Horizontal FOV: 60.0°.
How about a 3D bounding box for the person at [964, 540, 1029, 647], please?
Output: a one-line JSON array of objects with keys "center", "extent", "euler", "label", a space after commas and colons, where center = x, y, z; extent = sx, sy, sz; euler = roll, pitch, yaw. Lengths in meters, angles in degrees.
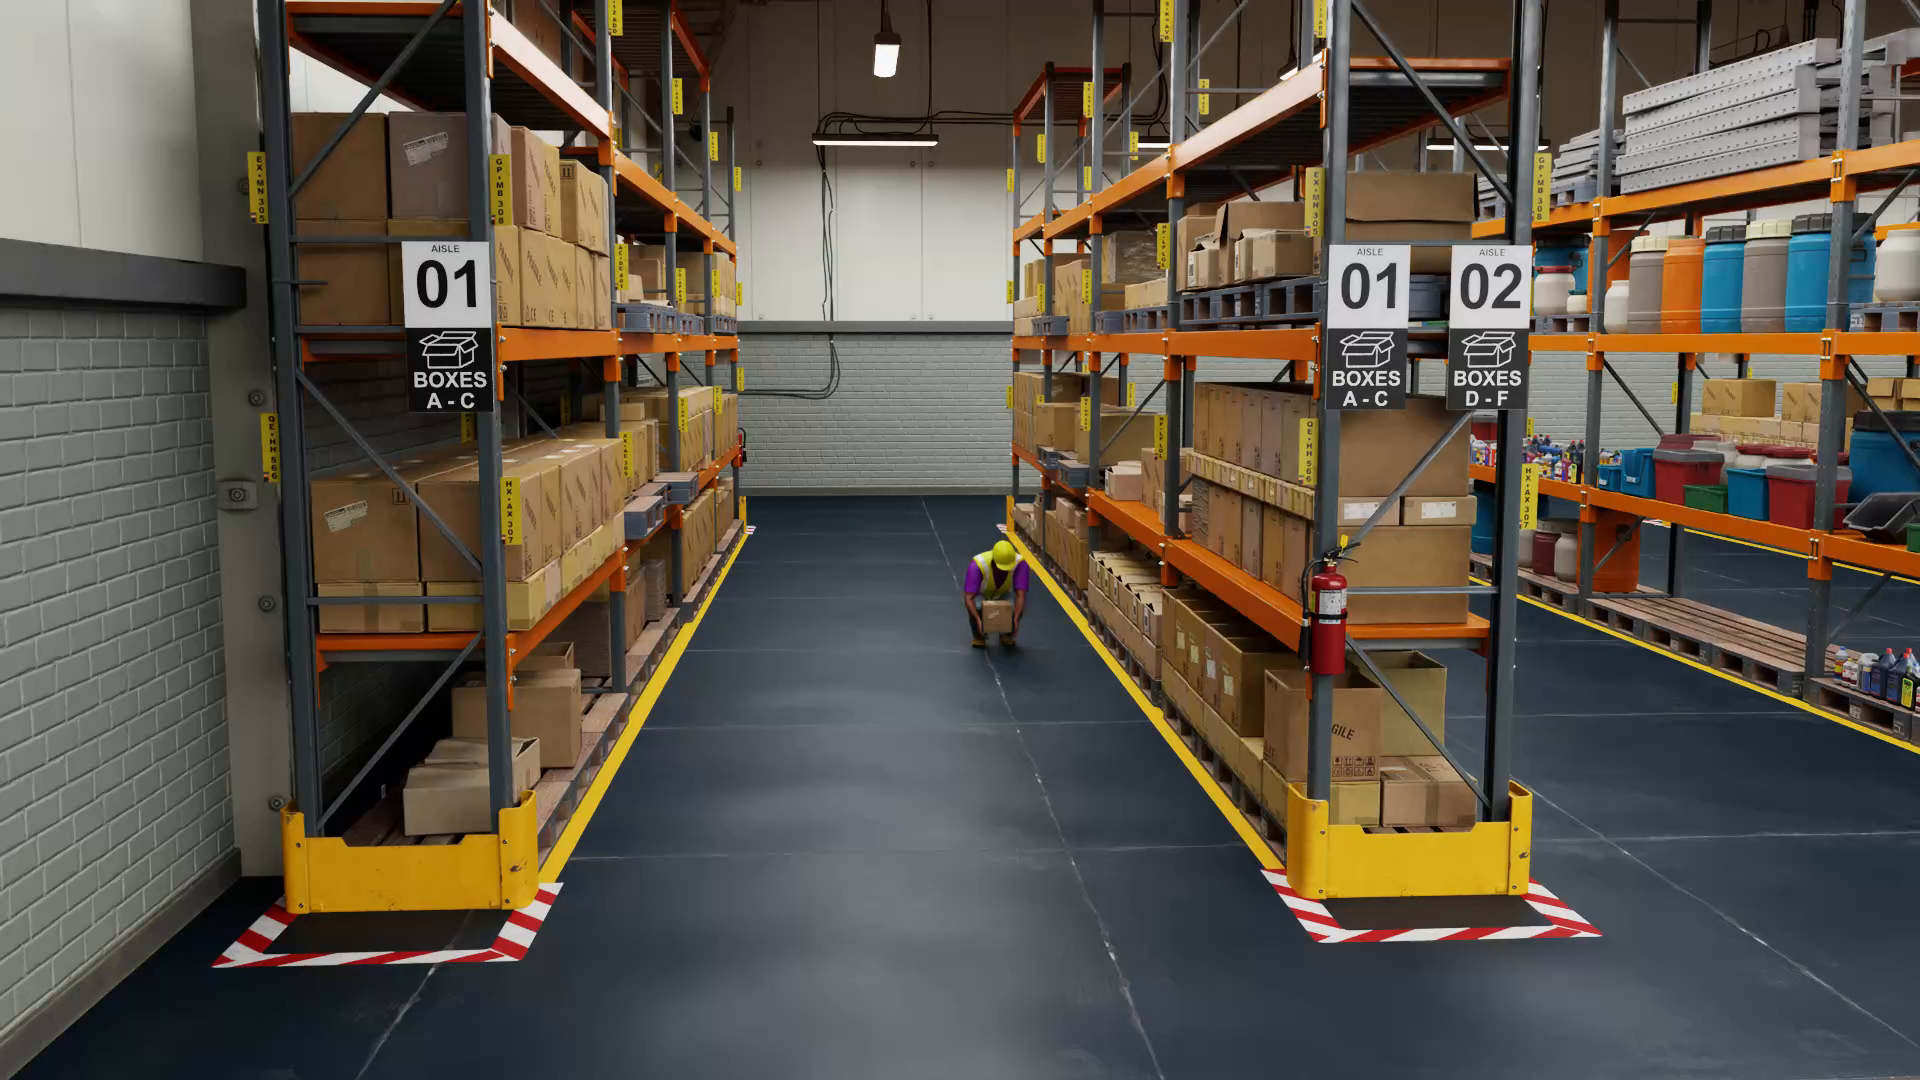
[{"center": [0.320, 0.469, 14.976], "extent": [0.593, 1.001, 0.862], "euler": [-1, 7, -4], "label": "person"}]
